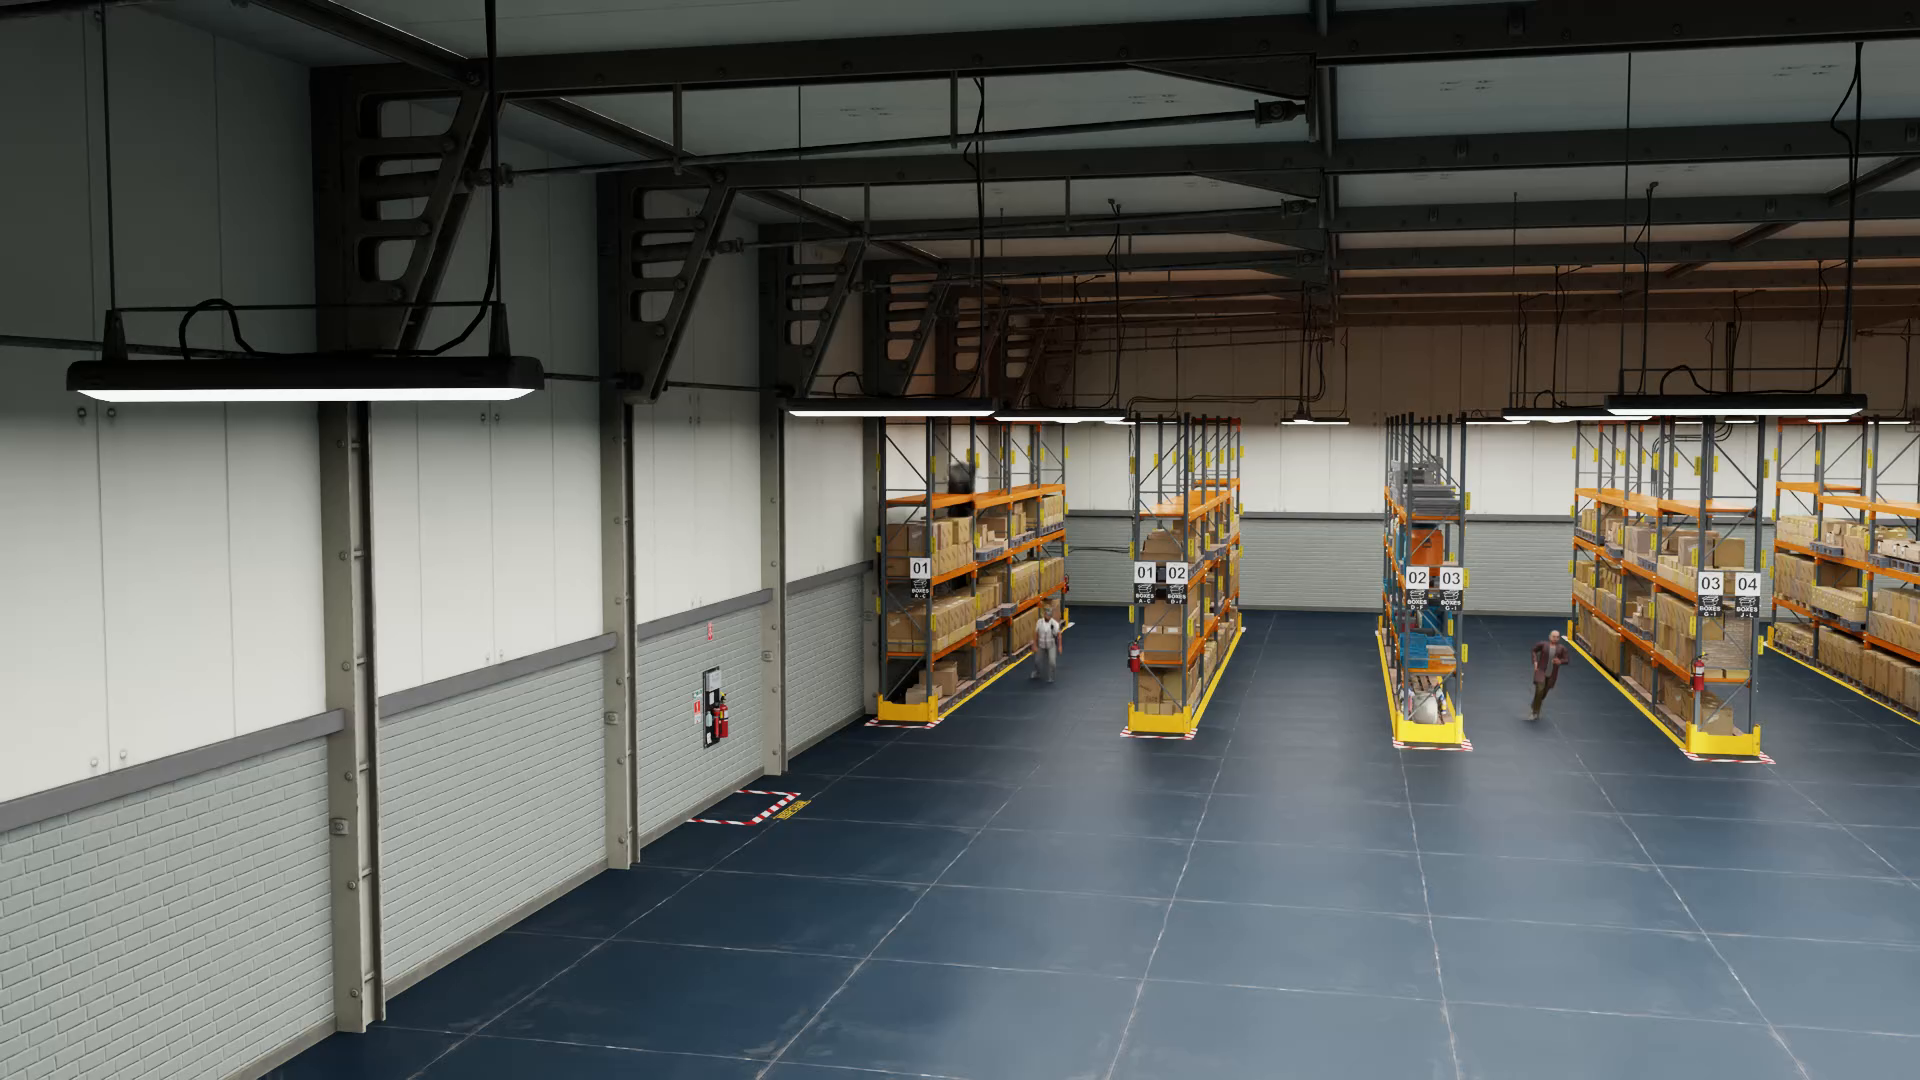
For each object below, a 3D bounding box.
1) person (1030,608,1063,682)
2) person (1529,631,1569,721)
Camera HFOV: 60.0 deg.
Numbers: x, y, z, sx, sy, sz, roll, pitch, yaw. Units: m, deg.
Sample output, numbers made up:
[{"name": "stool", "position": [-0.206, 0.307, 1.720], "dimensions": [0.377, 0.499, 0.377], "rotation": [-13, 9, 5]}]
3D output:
[{"name": "person", "position": [1.954, 2.344, 37.490], "dimensions": [0.814, 1.669, 0.685], "rotation": [1, 4, 13]}, {"name": "person", "position": [11.488, 2.625, 32.622], "dimensions": [0.834, 1.733, 0.931], "rotation": [0, 4, 3]}]
